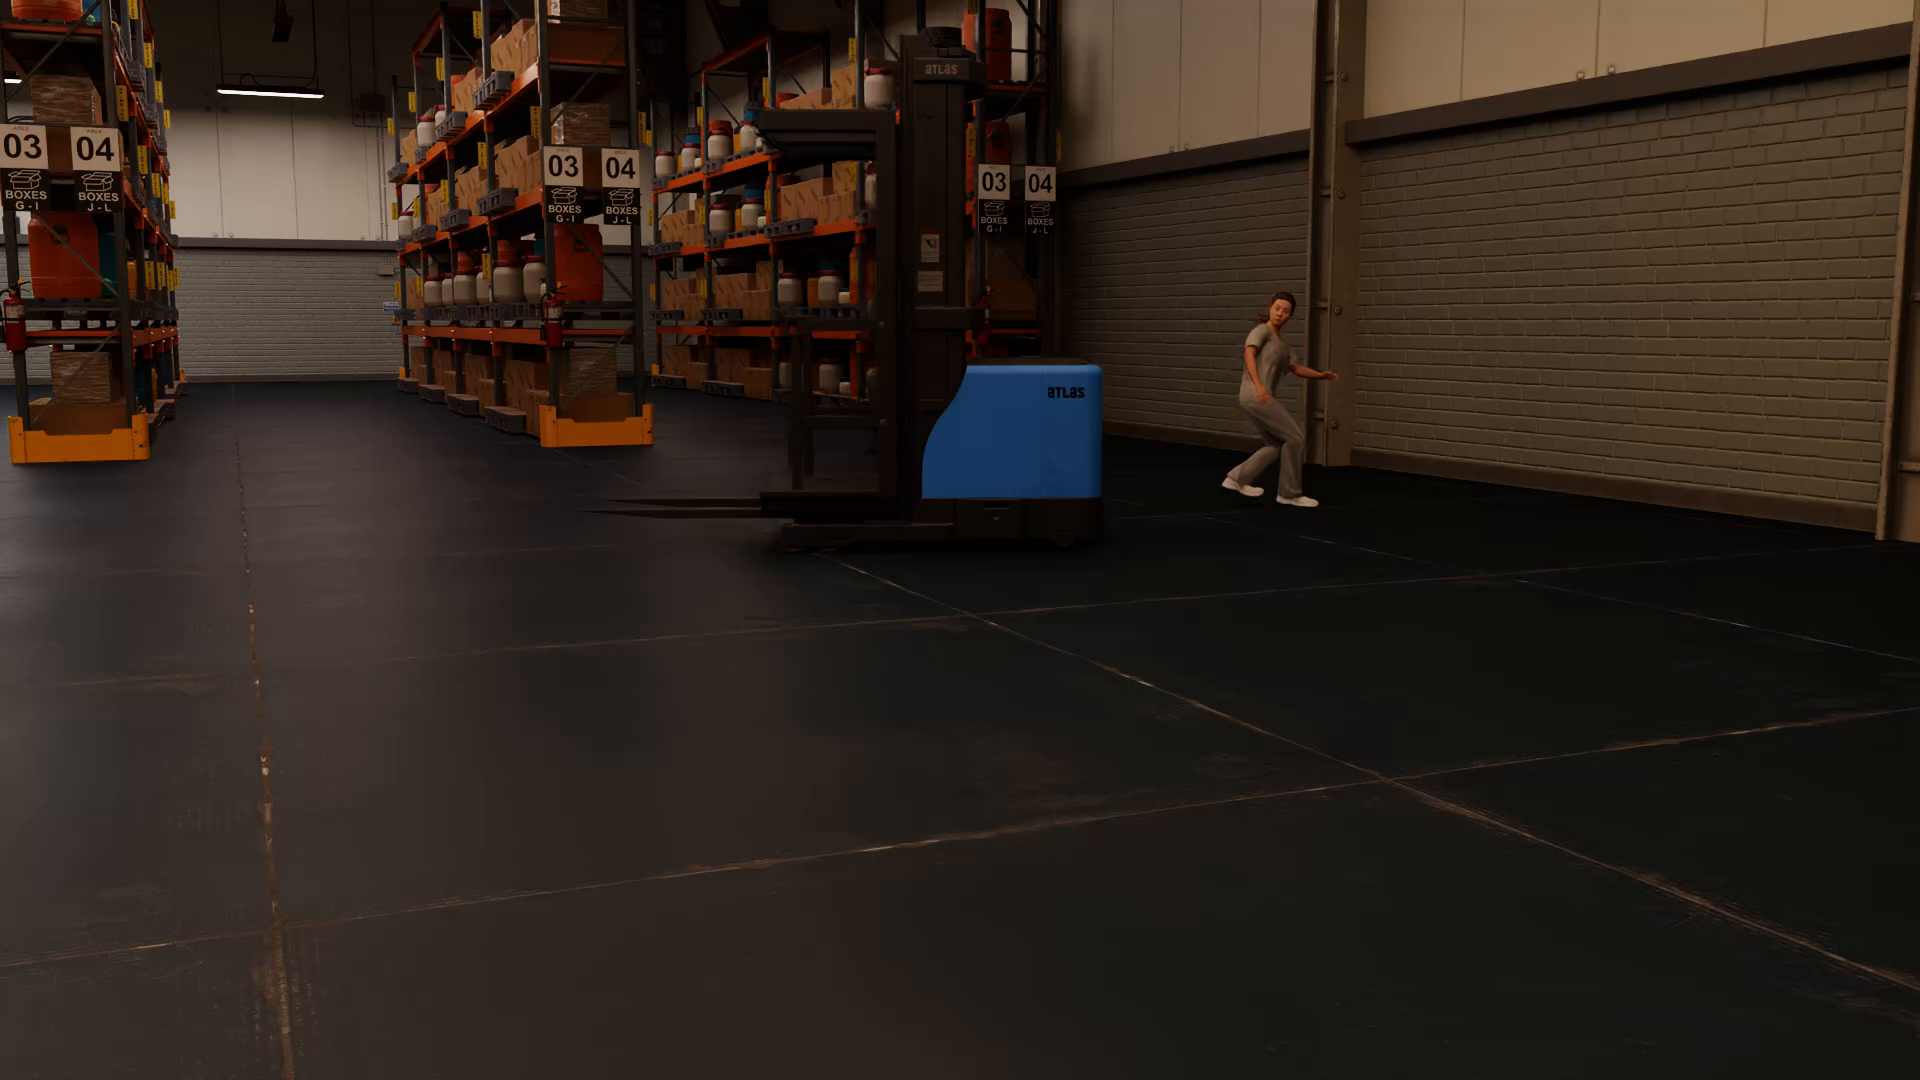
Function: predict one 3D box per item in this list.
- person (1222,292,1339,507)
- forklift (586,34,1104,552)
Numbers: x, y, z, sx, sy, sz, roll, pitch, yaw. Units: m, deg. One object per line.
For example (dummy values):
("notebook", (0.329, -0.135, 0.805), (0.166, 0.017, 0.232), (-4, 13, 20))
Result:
("person", (2.281, -0.996, 11.870), (0.806, 1.542, 0.774), (2, 8, 17))
("forklift", (-0.685, -1.451, 9.947), (3.031, 2.935, 1.130), (0, 8, -1))
